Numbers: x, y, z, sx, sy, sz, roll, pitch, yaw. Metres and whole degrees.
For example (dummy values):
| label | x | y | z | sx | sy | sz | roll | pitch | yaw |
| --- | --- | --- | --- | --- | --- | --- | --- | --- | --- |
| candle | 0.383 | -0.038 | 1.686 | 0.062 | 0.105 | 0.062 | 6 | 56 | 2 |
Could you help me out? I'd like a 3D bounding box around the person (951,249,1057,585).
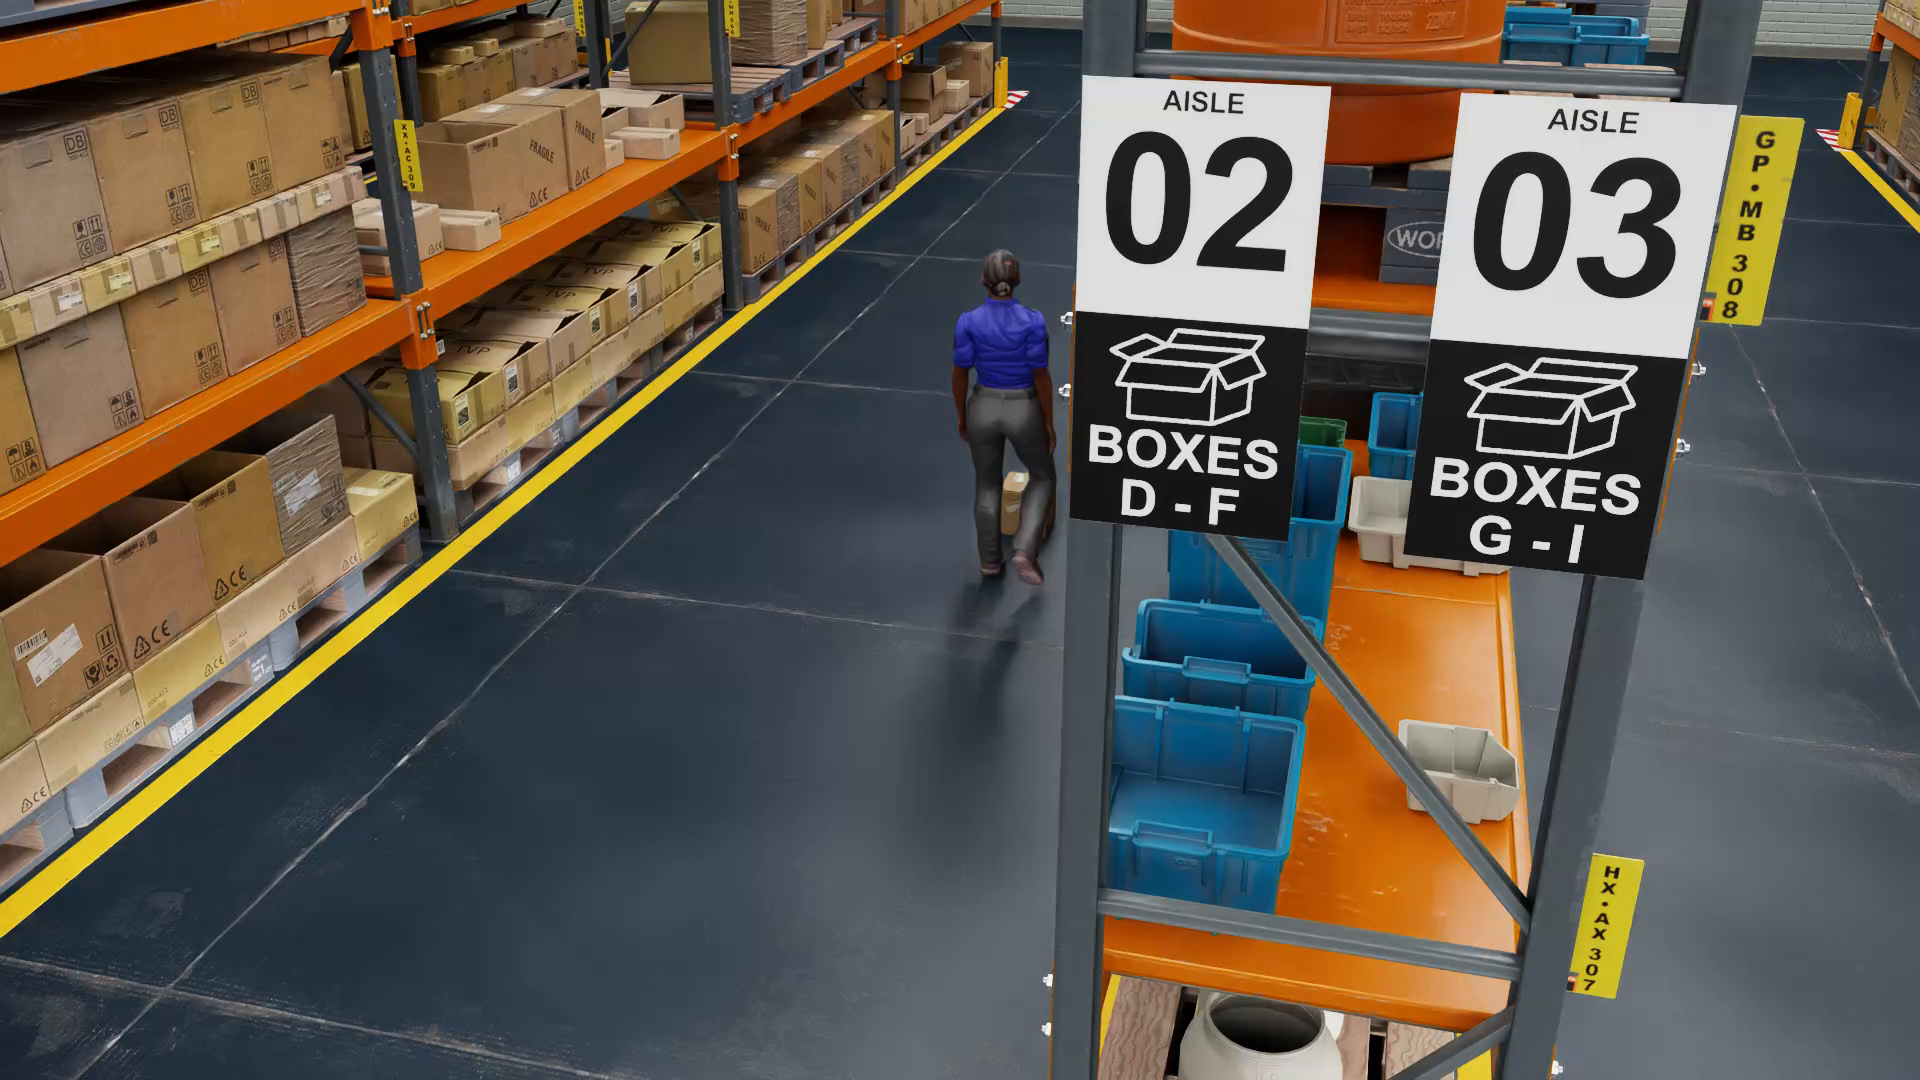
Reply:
| label | x | y | z | sx | sy | sz | roll | pitch | yaw |
| --- | --- | --- | --- | --- | --- | --- | --- | --- | --- |
| person | 0.212 | -0.567 | 7.748 | 0.491 | 1.656 | 0.537 | 4 | 26 | 9 |
